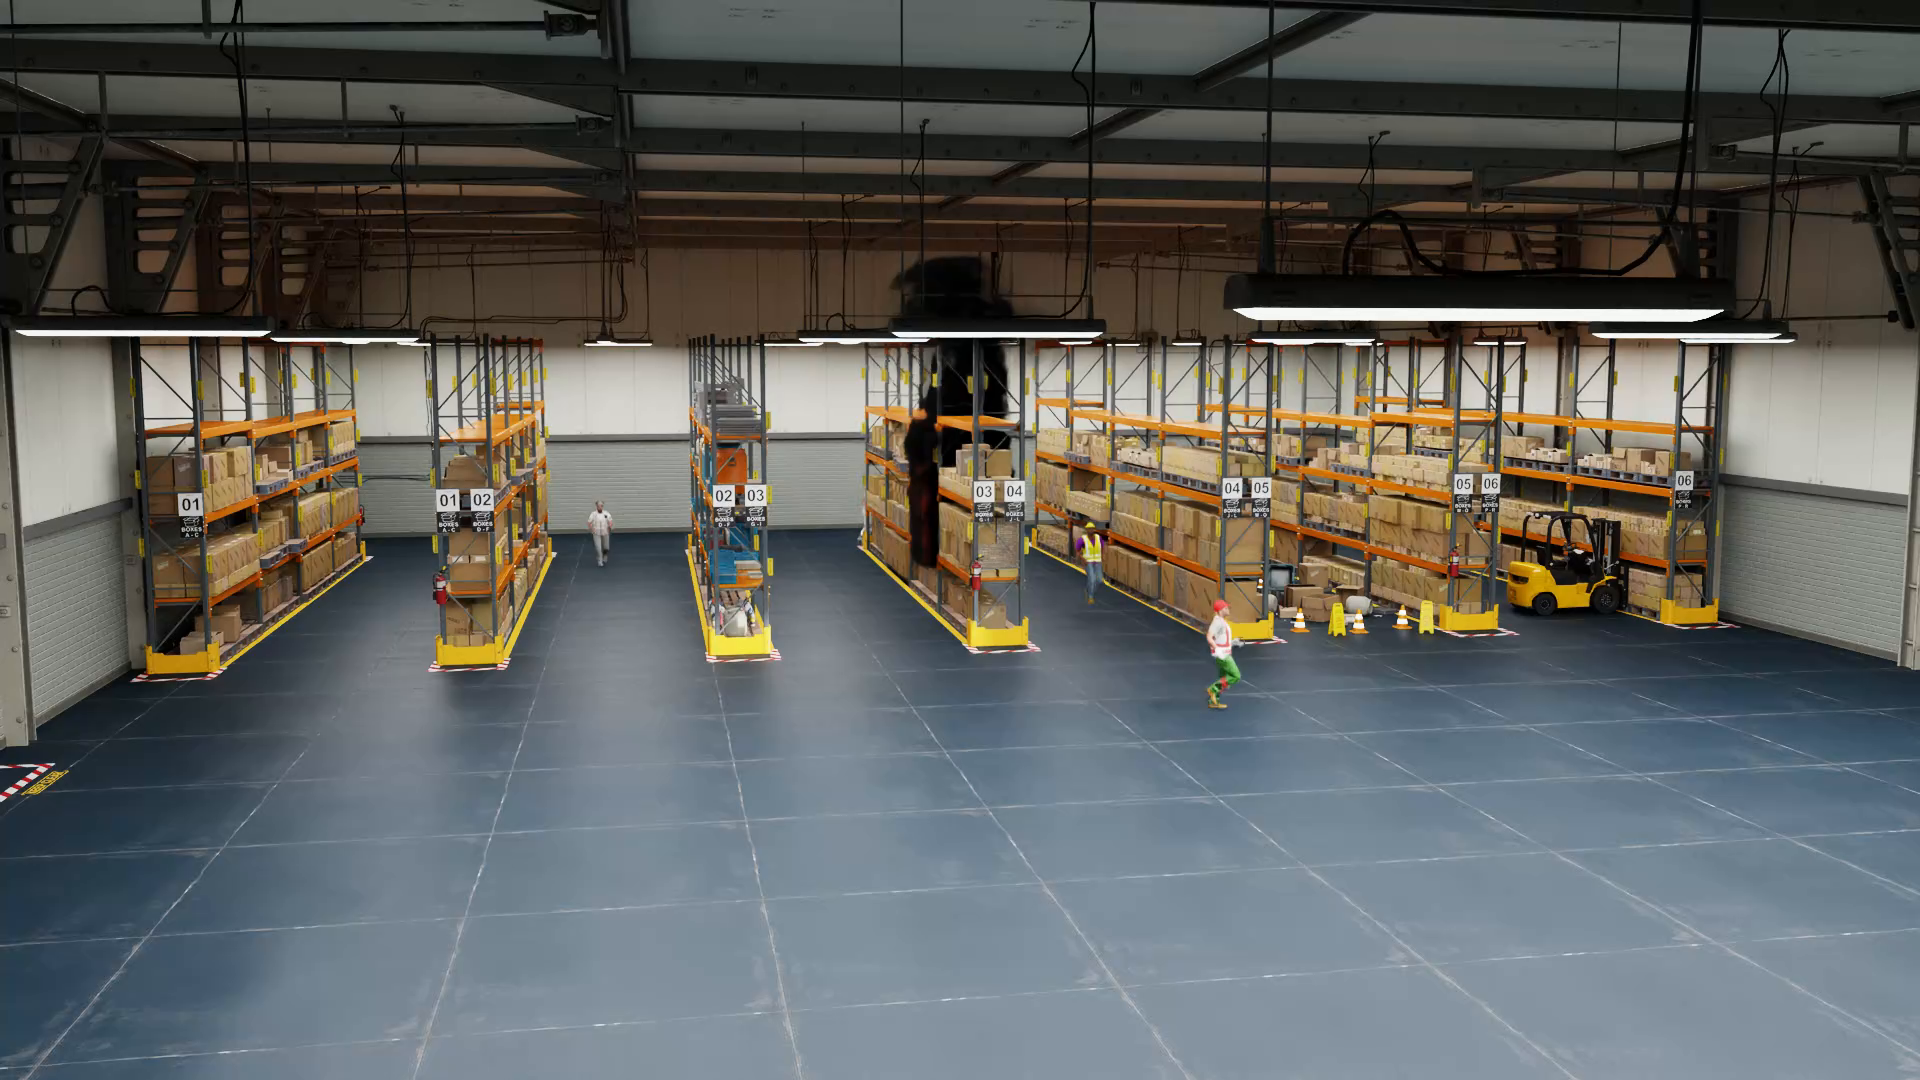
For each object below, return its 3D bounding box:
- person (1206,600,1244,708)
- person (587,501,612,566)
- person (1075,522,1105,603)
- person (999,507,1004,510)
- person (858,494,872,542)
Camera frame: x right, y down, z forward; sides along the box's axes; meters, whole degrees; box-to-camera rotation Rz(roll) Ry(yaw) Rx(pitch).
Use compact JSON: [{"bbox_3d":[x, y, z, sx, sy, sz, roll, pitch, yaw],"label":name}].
[{"bbox_3d":[4.222,1.824,26.475,0.577,1.740,0.650,1,7,11],"label":"person"},{"bbox_3d":[-9.519,-0.182,44.029,0.661,1.731,0.628,-2,7,-18],"label":"person"},{"bbox_3d":[2.827,0.486,35.724,0.698,1.738,0.500,-2,7,-18],"label":"person"},{"bbox_3d":[0.978,-0.725,49.240,0.870,1.616,0.765,-3,7,-25],"label":"person"},{"bbox_3d":[-2.647,-0.747,48.915,0.736,1.812,0.650,0,7,0],"label":"person"}]
